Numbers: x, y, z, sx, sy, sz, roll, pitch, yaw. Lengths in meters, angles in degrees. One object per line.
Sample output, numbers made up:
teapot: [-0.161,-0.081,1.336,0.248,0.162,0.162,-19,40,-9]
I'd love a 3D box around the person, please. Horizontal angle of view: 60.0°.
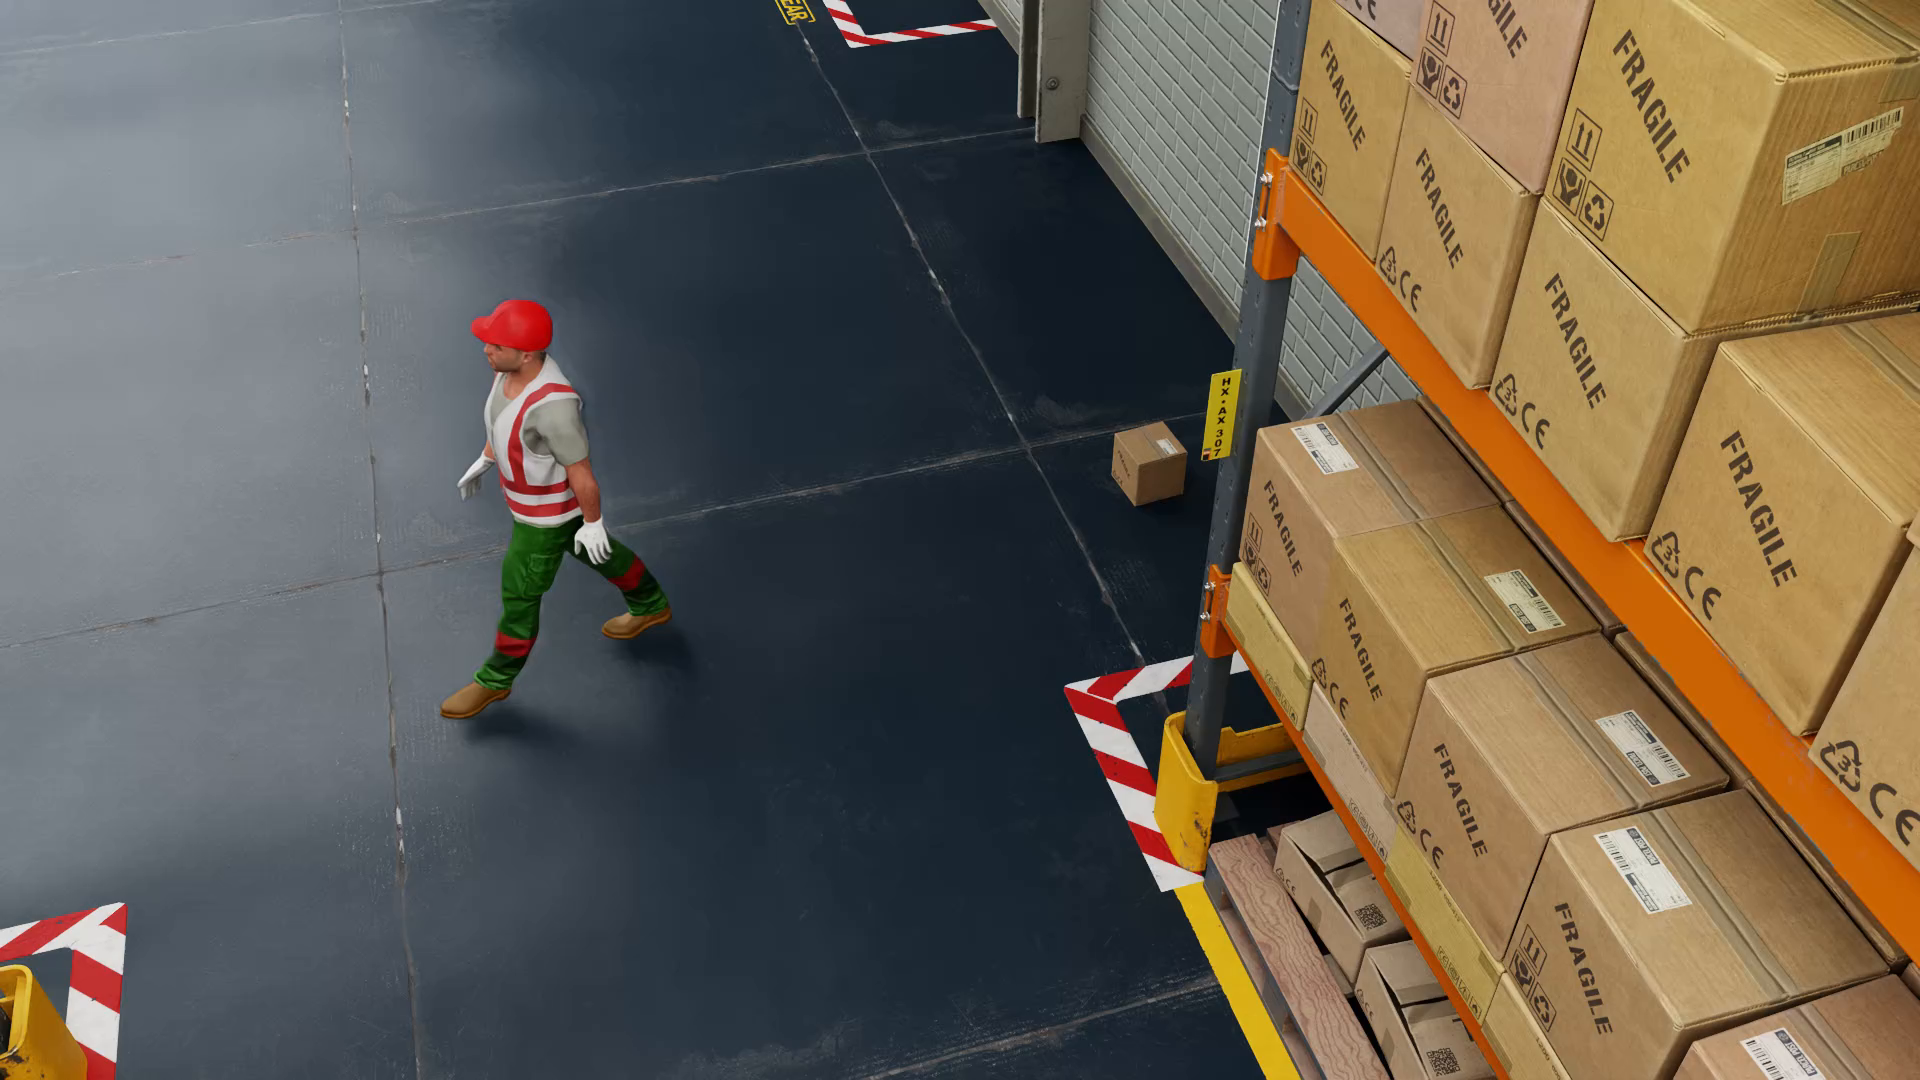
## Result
person: [-1.664,-0.154,6.297,1.011,1.734,0.589,-18,45,-19]
